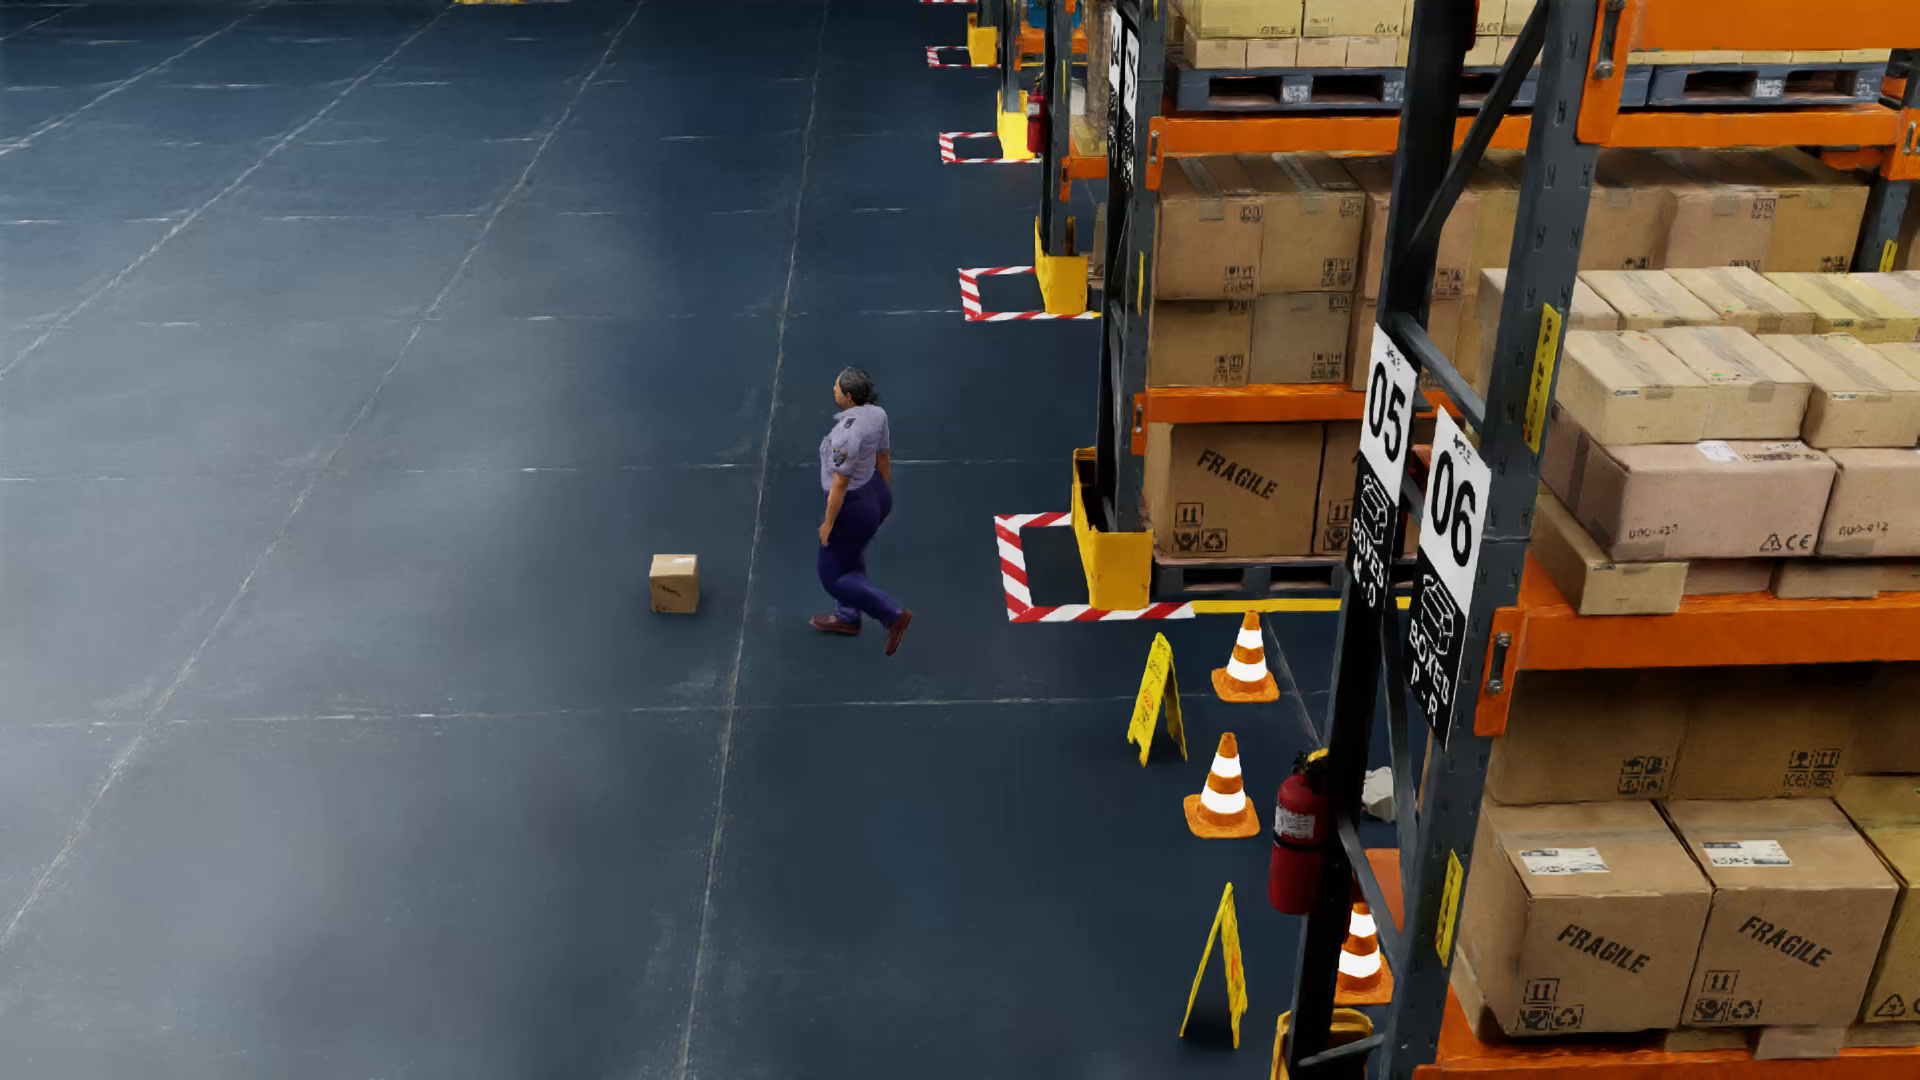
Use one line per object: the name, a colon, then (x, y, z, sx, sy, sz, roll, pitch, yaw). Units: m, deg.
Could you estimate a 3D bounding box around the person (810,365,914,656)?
person: (-0.535, -0.169, 8.934, 0.690, 1.626, 0.505, 10, 29, 18)
